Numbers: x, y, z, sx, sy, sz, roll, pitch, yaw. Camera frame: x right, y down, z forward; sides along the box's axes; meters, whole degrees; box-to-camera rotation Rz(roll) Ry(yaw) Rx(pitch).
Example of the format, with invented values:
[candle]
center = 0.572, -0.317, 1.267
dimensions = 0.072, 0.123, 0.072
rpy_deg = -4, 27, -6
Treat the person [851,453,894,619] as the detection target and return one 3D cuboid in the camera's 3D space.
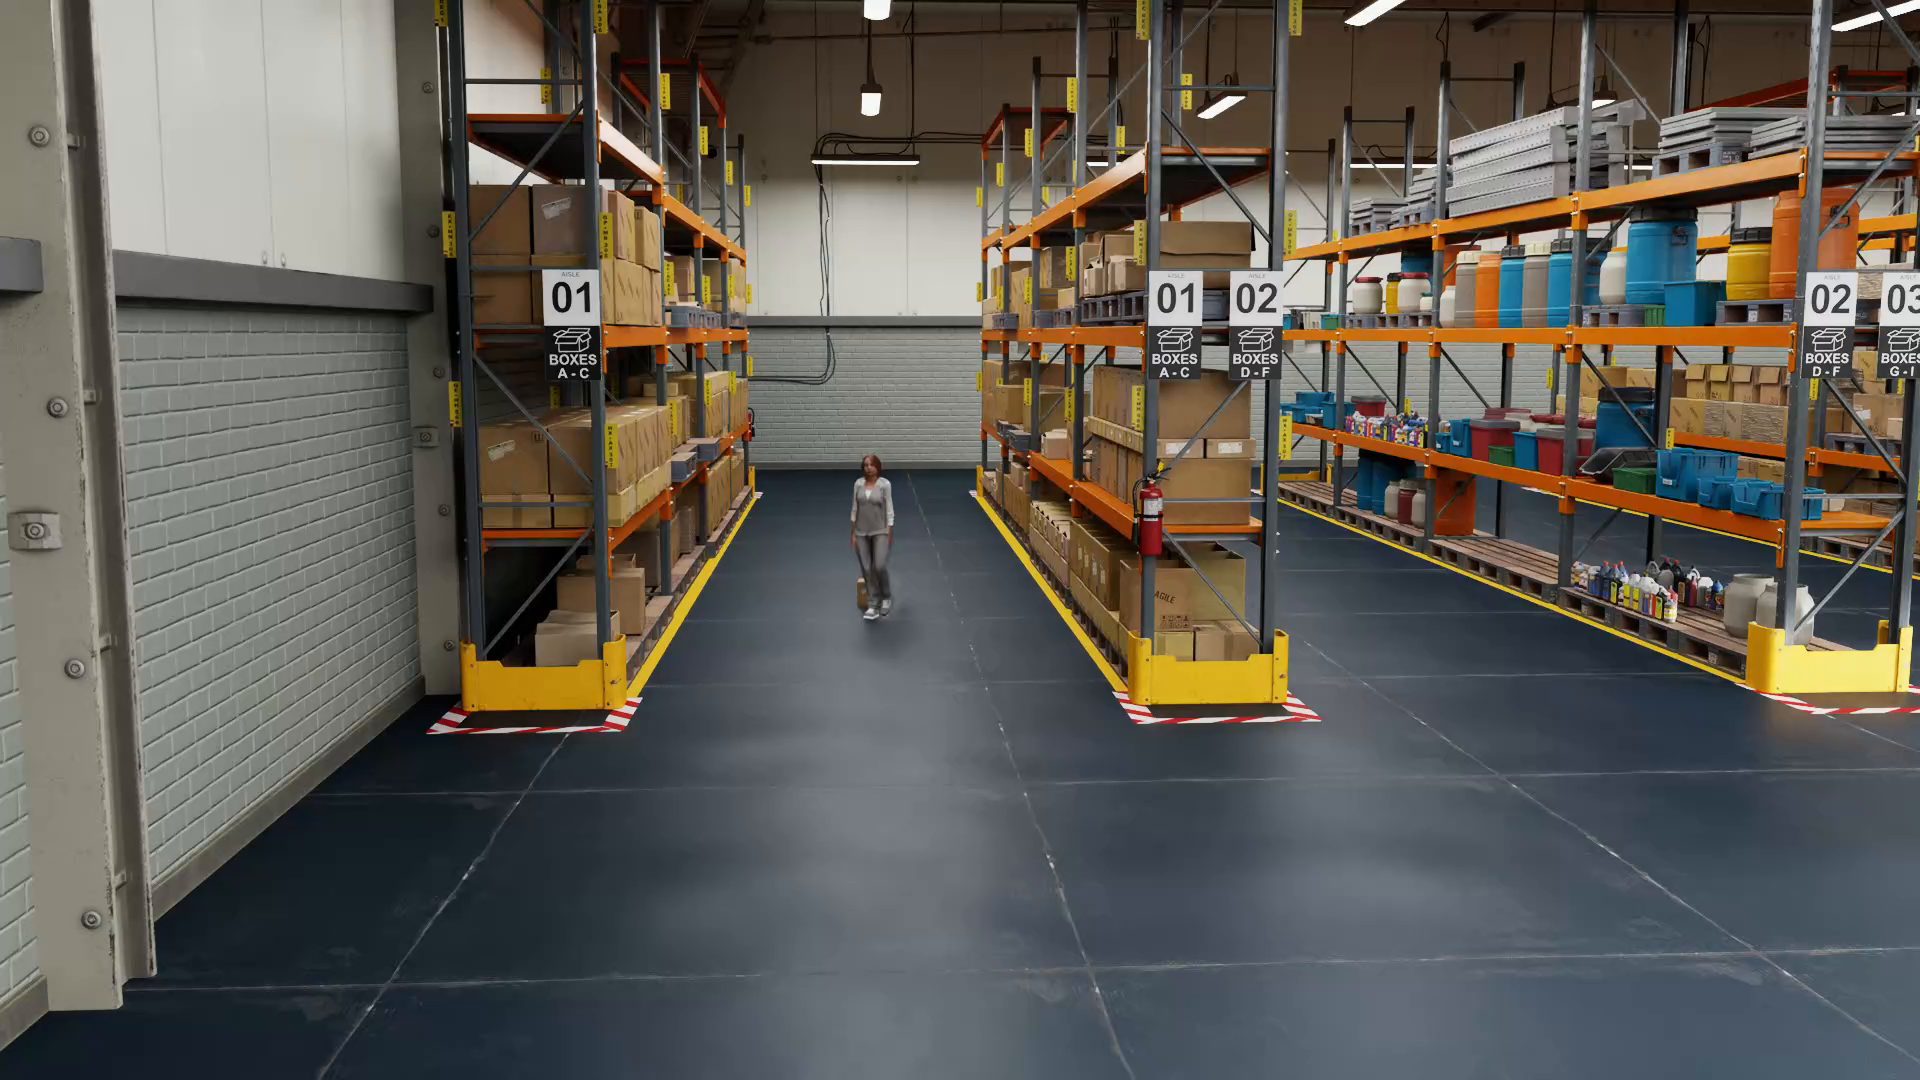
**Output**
[person]
center = -0.838, -0.035, 15.869
dimensions = 0.405, 1.588, 0.414
rpy_deg = 2, 7, 15
